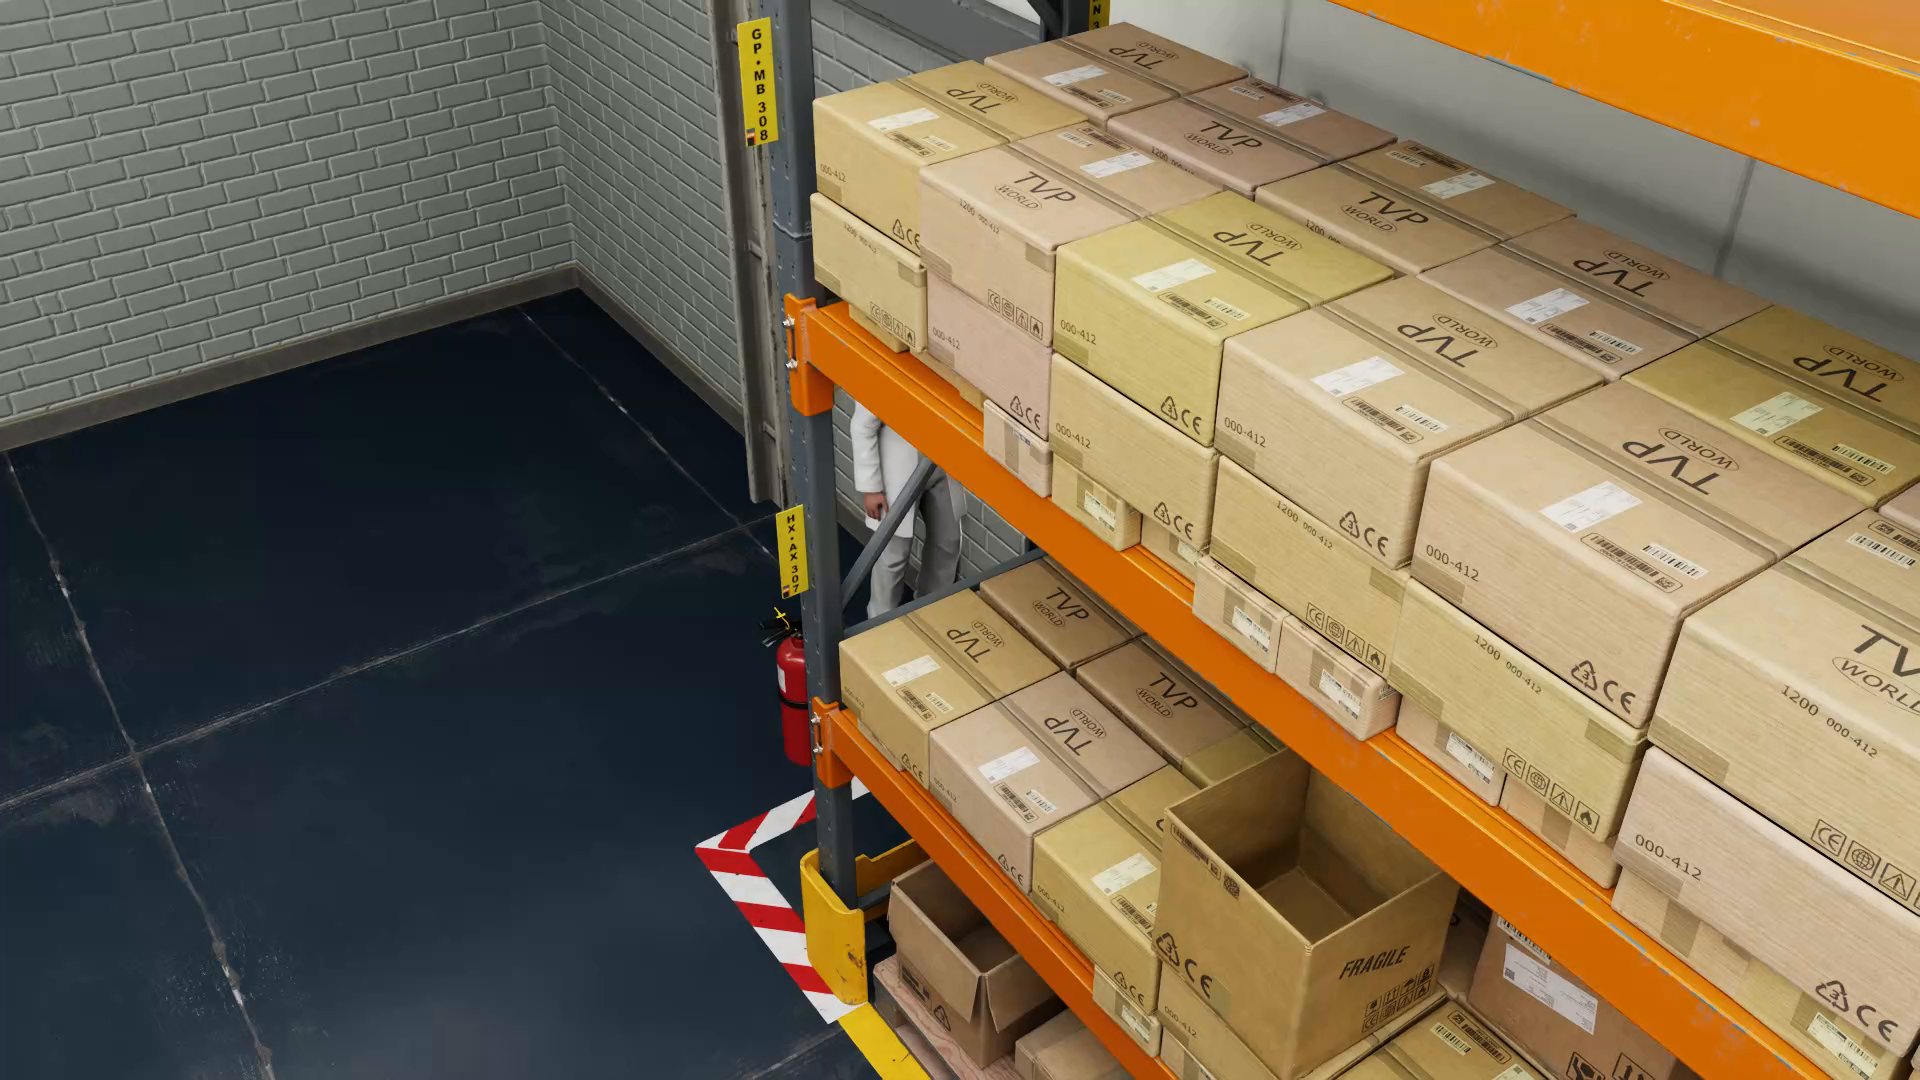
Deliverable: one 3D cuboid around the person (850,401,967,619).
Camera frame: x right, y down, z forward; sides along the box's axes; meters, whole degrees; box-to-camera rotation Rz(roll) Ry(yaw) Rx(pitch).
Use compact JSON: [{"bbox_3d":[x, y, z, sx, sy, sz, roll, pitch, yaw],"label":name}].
[{"bbox_3d":[-0.178,-0.301,7.433,0.652,1.773,0.426,-20,40,-25],"label":"person"}]
